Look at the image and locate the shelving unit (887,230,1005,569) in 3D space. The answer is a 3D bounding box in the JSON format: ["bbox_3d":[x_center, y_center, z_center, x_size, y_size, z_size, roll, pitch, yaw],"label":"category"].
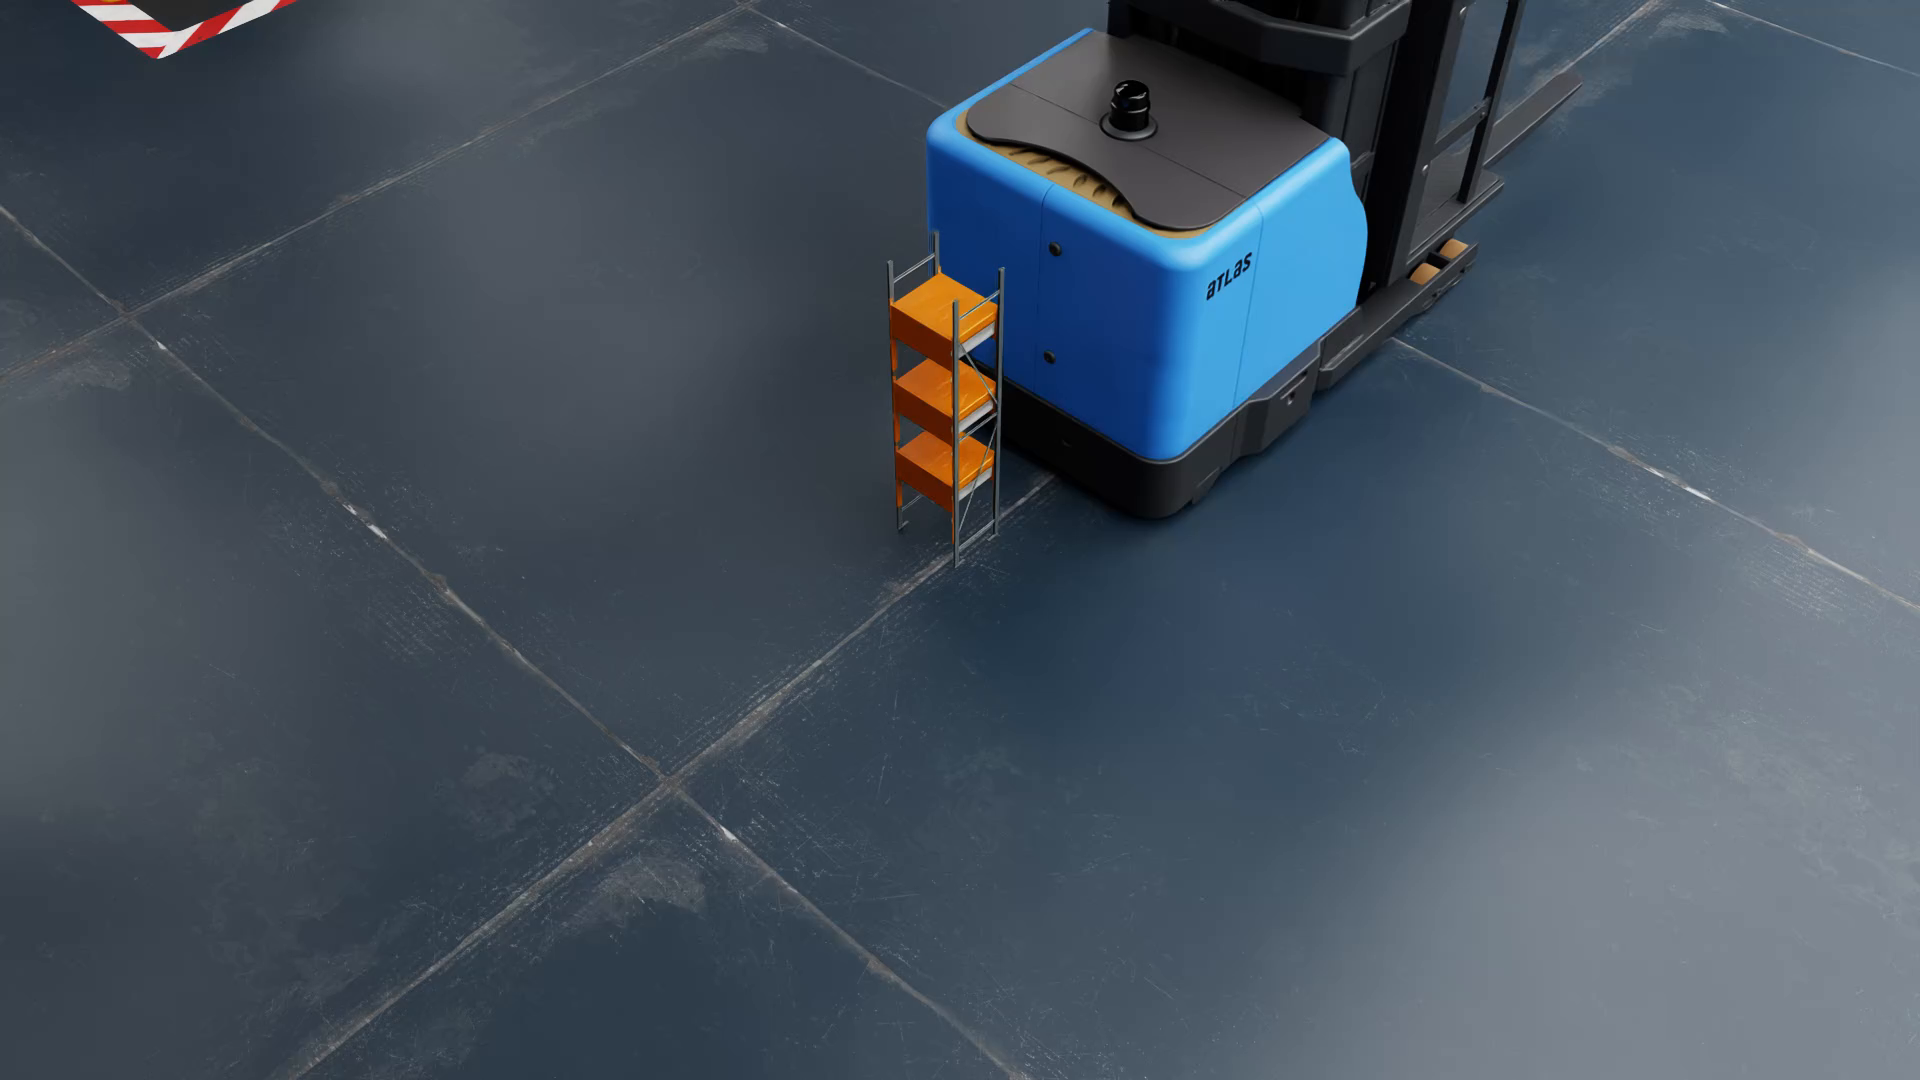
[{"bbox_3d":[-0.039,-0.386,4.892,0.252,1.050,0.215,34,55,28],"label":"shelving unit"}]

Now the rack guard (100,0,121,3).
[{"bbox_3d":[-3.584,-2.985,7.710,0.348,0.500,1.175,34,55,28],"label":"rack guard"}]

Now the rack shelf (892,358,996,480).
[{"bbox_3d":[-0.039,-0.379,4.900,0.240,0.259,0.215,34,55,28],"label":"rack shelf"}]

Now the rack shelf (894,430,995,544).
[{"bbox_3d":[-0.039,-0.188,5.102,0.240,0.259,0.215,34,55,28],"label":"rack shelf"}]

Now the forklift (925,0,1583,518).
[{"bbox_3d":[1.246,-2.063,5.176,1.130,2.935,3.031,34,55,27],"label":"forklift"}]

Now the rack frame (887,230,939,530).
[{"bbox_3d":[-0.129,-0.446,4.949,0.008,1.050,0.200,34,55,28],"label":"rack frame"}]

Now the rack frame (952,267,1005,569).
[{"bbox_3d":[0.050,-0.326,4.835,0.008,1.050,0.200,34,55,28],"label":"rack frame"}]

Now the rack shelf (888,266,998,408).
[{"bbox_3d":[-0.039,-0.573,4.693,0.240,0.259,0.215,34,55,28],"label":"rack shelf"}]
